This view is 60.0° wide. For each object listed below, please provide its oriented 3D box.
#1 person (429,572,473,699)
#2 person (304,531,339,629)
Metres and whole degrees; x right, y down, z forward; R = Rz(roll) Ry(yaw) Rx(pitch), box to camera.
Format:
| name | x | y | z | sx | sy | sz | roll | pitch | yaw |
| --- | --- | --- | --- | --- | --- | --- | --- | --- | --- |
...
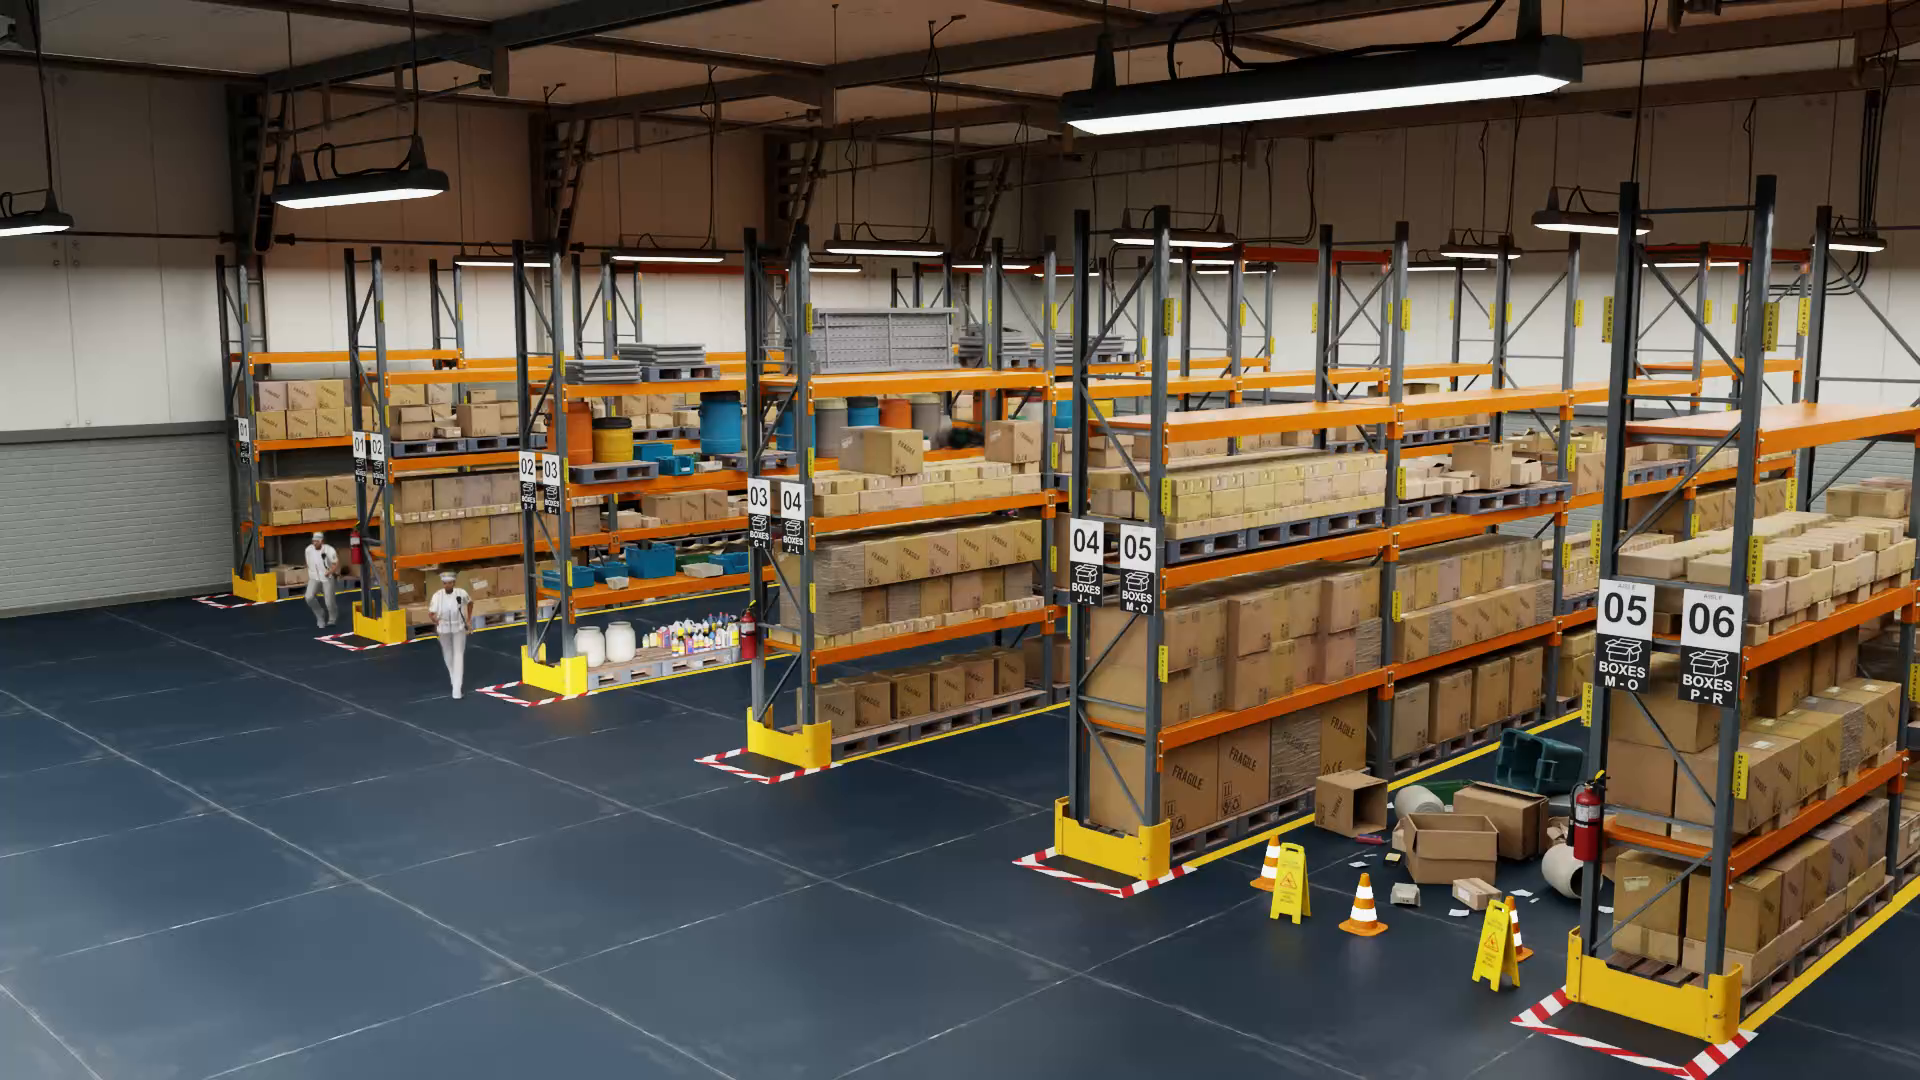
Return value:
| name | x | y | z | sx | sy | sz | roll | pitch | yaw |
| --- | --- | --- | --- | --- | --- | --- | --- | --- | --- |
| person | -6.758 | 1.206 | 22.127 | 0.556 | 1.661 | 0.971 | -1 | 8 | -10 |
| person | -10.216 | 0.634 | 26.600 | 0.605 | 1.591 | 0.844 | 0 | 8 | -1 |
